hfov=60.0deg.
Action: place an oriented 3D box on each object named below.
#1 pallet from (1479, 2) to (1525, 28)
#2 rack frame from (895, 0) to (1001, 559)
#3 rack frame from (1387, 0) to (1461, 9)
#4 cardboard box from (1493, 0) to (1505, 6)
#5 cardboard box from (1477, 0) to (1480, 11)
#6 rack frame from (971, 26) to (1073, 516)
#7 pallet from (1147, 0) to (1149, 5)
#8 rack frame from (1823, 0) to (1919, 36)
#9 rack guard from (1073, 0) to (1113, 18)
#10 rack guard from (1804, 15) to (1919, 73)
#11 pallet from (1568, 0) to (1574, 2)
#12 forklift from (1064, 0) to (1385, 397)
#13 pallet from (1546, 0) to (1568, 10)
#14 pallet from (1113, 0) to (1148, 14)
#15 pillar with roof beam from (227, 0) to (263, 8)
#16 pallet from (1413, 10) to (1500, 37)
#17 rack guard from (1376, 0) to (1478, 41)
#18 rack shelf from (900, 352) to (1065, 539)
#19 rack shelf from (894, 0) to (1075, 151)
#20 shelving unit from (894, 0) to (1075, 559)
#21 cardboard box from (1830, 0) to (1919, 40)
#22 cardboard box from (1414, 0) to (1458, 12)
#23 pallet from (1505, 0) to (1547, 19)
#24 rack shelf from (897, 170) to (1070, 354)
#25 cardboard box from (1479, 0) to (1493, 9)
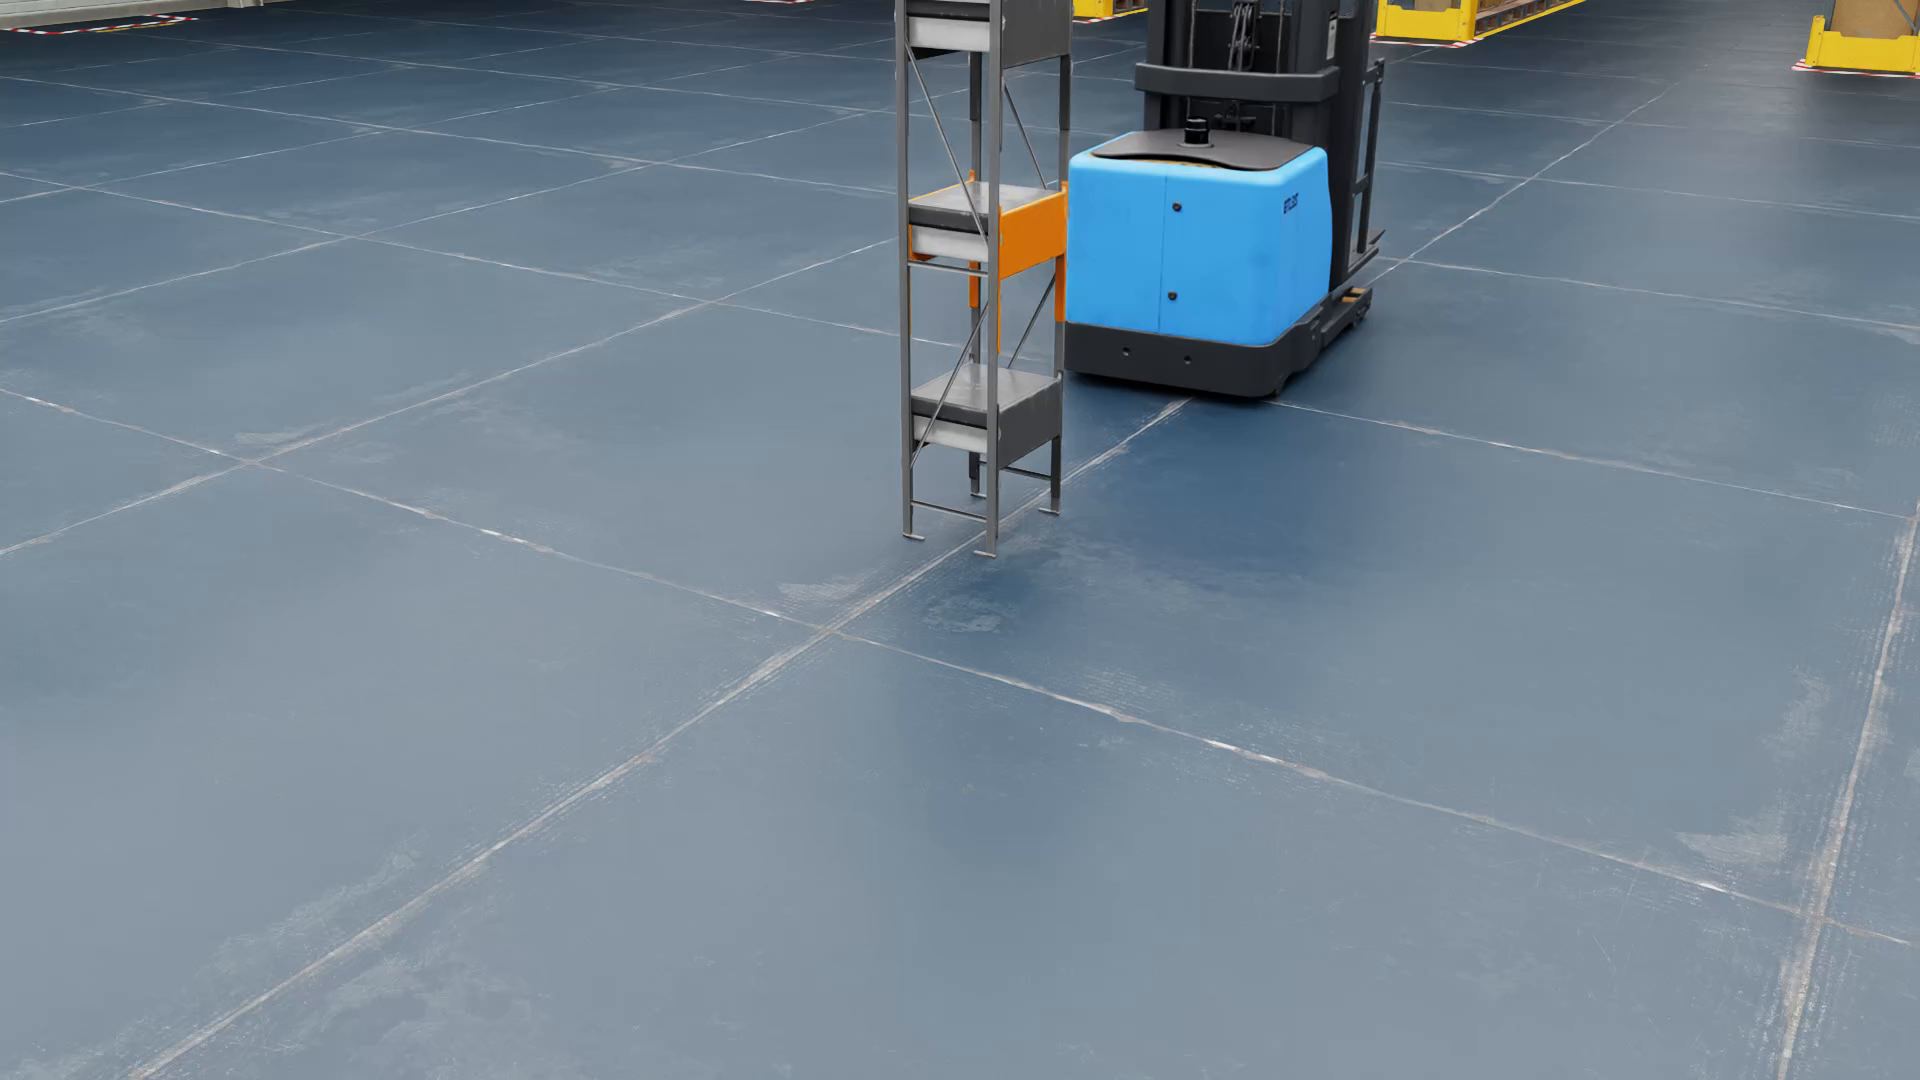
[{"bbox_3d":[6.900,-7.060,22.292,1.003,0.211,1.213,14,27,29],"label":"pallet"},{"bbox_3d":[-0.041,-0.937,5.772,0.400,2.100,0.015,14,27,29],"label":"rack frame"},{"bbox_3d":[5.757,-7.637,20.116,1.000,3.000,0.127,14,27,29],"label":"rack frame"},{"bbox_3d":[7.065,-7.485,22.383,0.500,0.500,0.500,11,26,24],"label":"cardboard box"},{"bbox_3d":[6.386,-7.099,21.490,0.500,0.500,0.500,-20,31,-39],"label":"cardboard box"},{"bbox_3d":[0.216,-1.102,6.152,0.400,2.100,0.015,14,27,29],"label":"rack frame"},{"bbox_3d":[2.626,-8.114,24.727,1.003,0.211,1.213,14,27,29],"label":"pallet"},{"bbox_3d":[9.917,-6.563,17.636,1.000,3.000,0.127,14,27,29],"label":"rack frame"},{"bbox_3d":[1.549,-7.563,23.092,1.175,0.500,0.348,14,27,29],"label":"rack guard"},{"bbox_3d":[9.904,-5.408,18.114,1.175,0.500,0.348,14,27,29],"label":"rack guard"},{"bbox_3d":[8.919,-8.384,25.351,1.003,0.211,1.213,14,27,29],"label":"pallet"},{"bbox_3d":[1.587,-2.546,8.442,1.130,2.935,3.031,11,26,24],"label":"forklift"},{"bbox_3d":[8.276,-7.970,24.396,1.003,0.211,1.213,14,27,29],"label":"pallet"},{"bbox_3d":[1.982,-7.704,23.780,1.003,0.211,1.213,14,27,29],"label":"pallet"},{"bbox_3d":[-6.741,-10.994,20.320,9.100,9.000,0.400,14,27,29],"label":"pillar with roof beam"},{"bbox_3d":[6.255,-6.650,21.345,1.003,0.211,1.213,14,27,29],"label":"pallet"},{"bbox_3d":[5.797,-6.516,20.671,1.175,0.500,0.348,14,27,29],"label":"rack guard"},{"bbox_3d":[0.087,-0.365,6.245,0.431,0.518,0.480,14,27,29],"label":"rack shelf"},{"bbox_3d":[0.087,-1.649,5.689,0.431,0.518,0.480,14,27,29],"label":"rack shelf"},{"bbox_3d":[0.087,-1.019,5.962,0.431,2.100,0.503,14,27,29],"label":"shelving unit"},{"bbox_3d":[10.219,-6.024,18.535,0.875,0.875,0.875,14,27,29],"label":"cardboard box"},{"bbox_3d":[6.100,-6.890,21.007,0.500,0.500,0.500,20,30,38],"label":"cardboard box"},{"bbox_3d":[7.542,-7.473,23.247,1.003,0.211,1.213,14,27,29],"label":"pallet"},{"bbox_3d":[0.087,-1.007,5.967,0.431,0.518,0.480,14,27,29],"label":"rack shelf"},{"bbox_3d":[6.733,-7.306,21.969,0.500,0.500,0.500,17,29,34],"label":"cardboard box"}]
